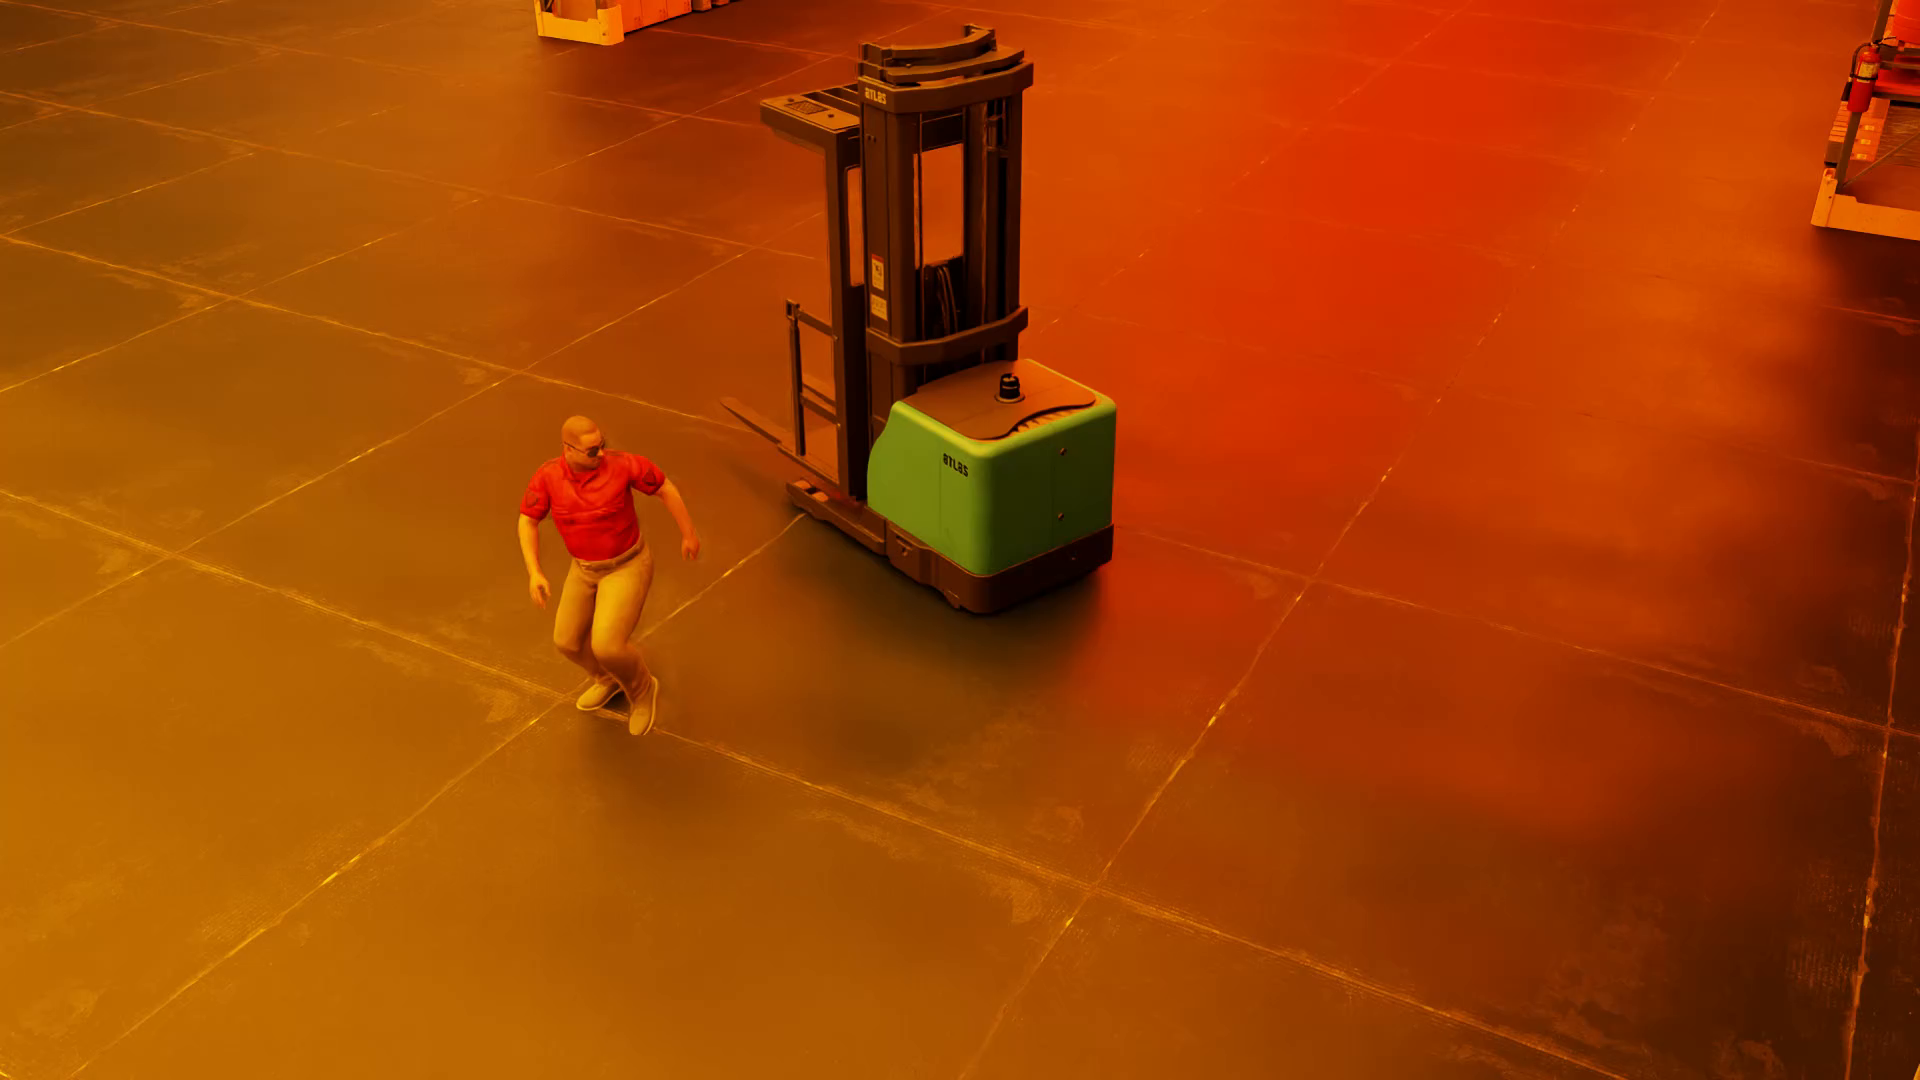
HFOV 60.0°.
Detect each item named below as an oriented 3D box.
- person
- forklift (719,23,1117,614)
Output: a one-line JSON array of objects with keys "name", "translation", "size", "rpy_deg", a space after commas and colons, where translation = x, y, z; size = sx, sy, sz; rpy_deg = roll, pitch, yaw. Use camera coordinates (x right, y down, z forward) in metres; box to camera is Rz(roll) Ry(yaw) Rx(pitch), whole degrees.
[{"name": "person", "translation": [-1.741, 0.162, 8.114], "size": [0.723, 1.691, 0.733], "rpy_deg": [11, 32, 19]}, {"name": "forklift", "translation": [-0.423, -1.535, 9.730], "size": [1.130, 2.935, 3.031], "rpy_deg": [-22, 36, -33]}]
